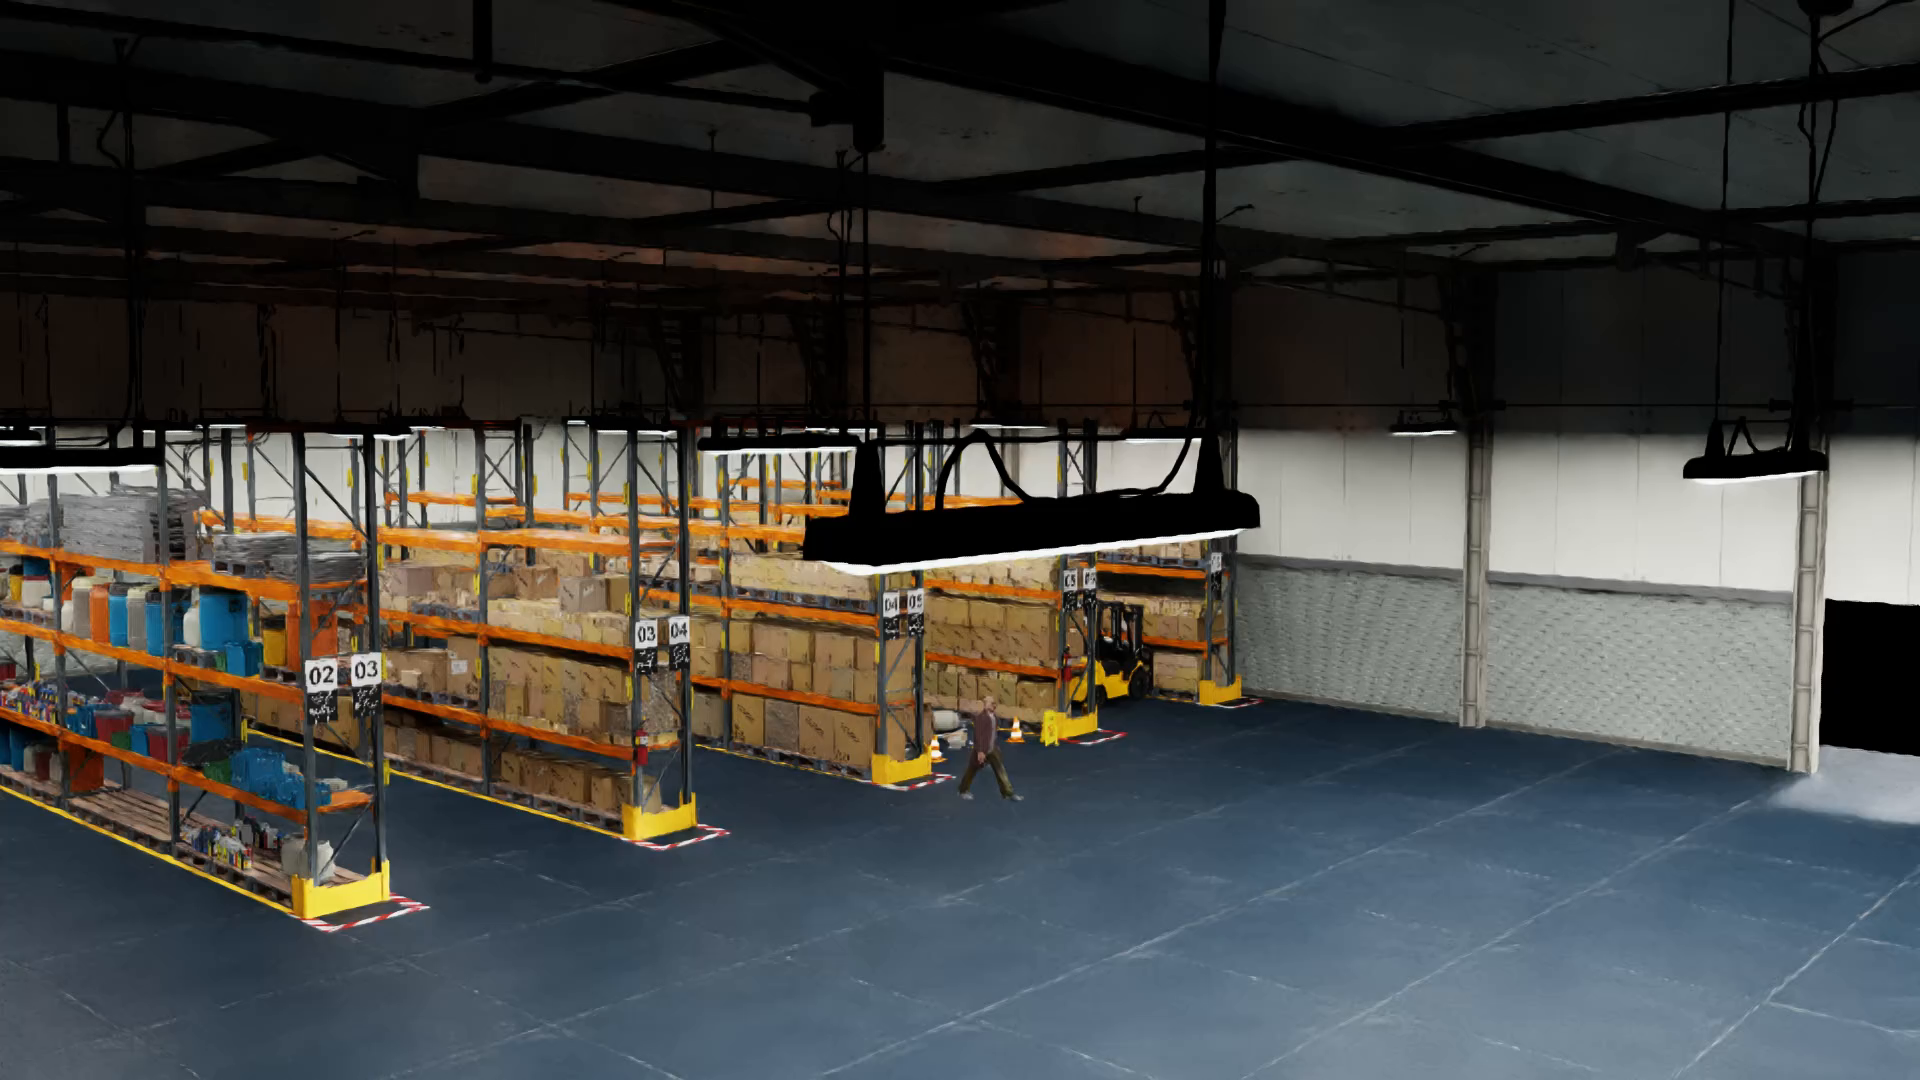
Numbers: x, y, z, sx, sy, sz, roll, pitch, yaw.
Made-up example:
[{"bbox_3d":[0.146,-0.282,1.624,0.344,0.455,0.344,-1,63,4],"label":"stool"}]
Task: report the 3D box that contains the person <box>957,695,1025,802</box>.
[{"bbox_3d":[0.440,3.303,26.389,1.184,1.696,0.601,4,6,40],"label":"person"}]
